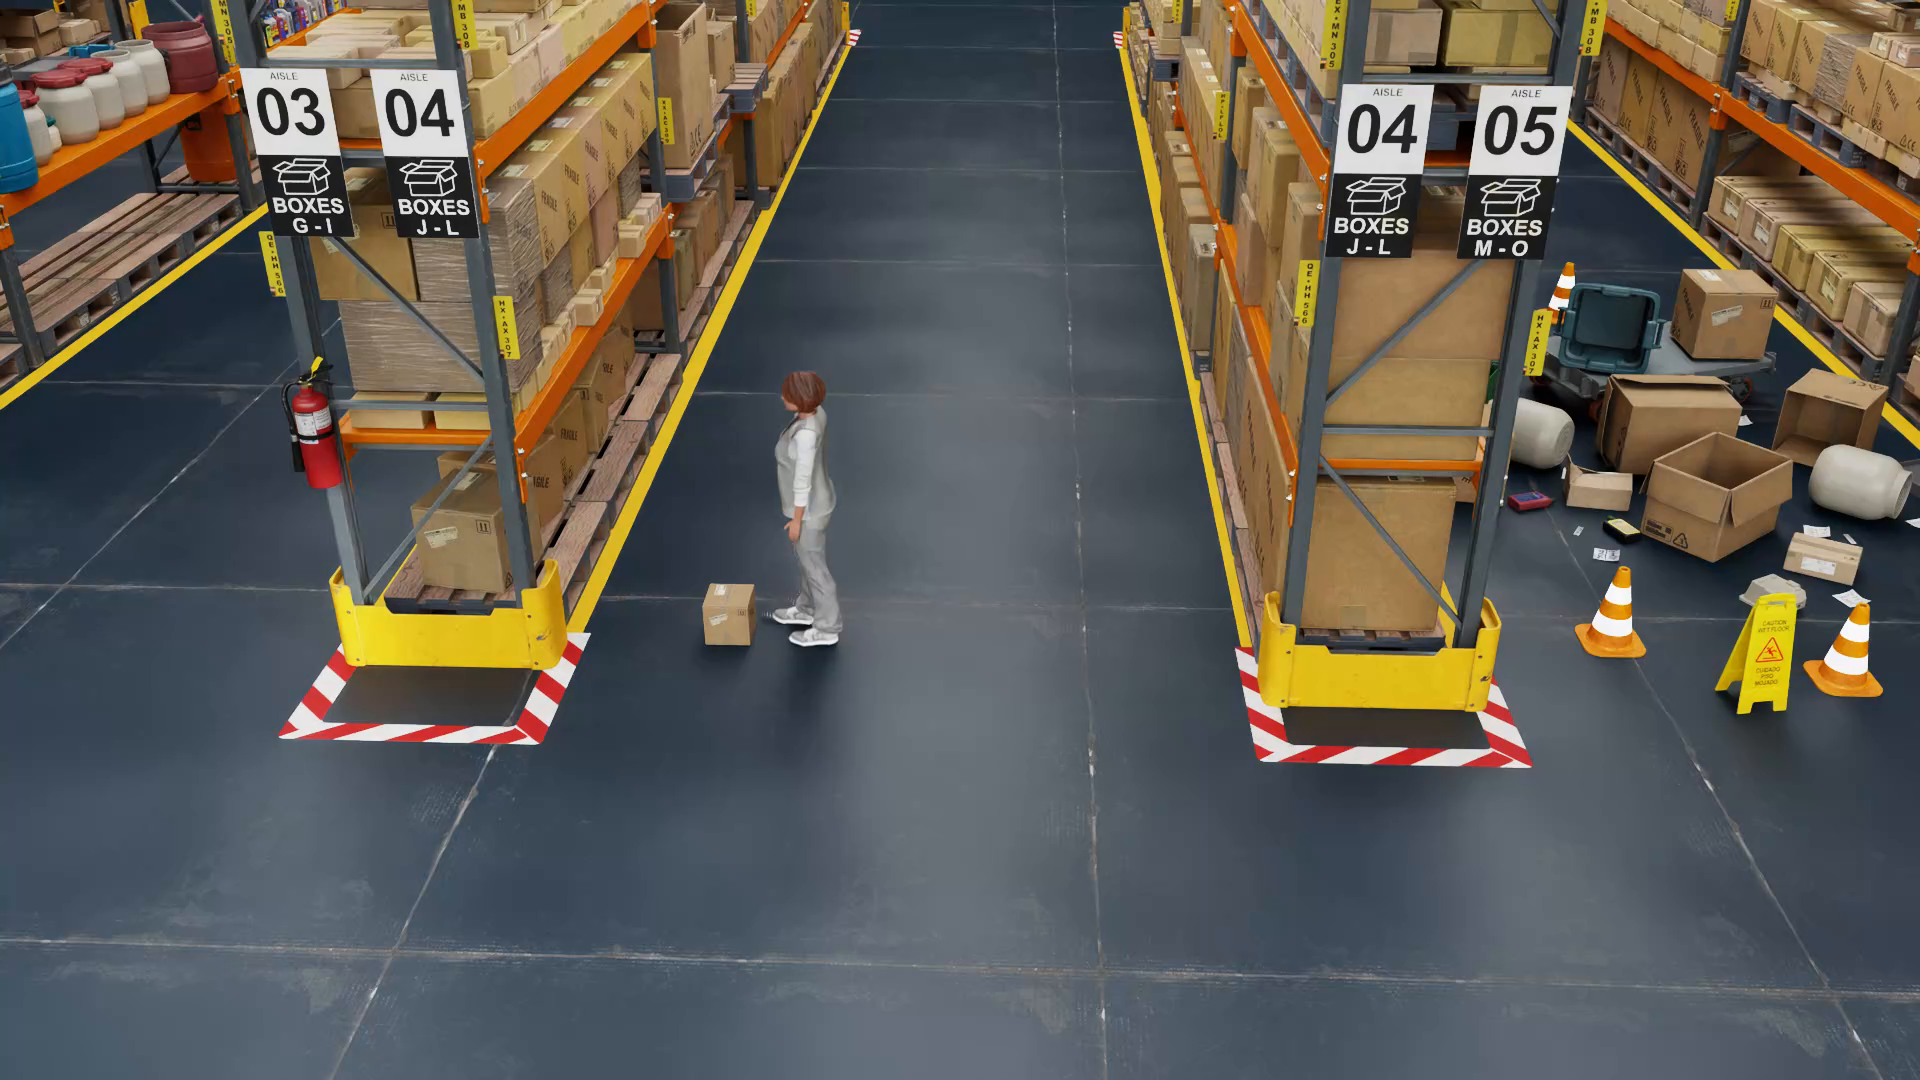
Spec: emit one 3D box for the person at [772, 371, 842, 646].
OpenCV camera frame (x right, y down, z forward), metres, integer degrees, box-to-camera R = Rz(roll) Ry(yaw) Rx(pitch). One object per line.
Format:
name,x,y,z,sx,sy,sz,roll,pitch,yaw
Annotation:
person,-0.860,-0.170,8.938,0.426,1.598,0.408,1,28,2
